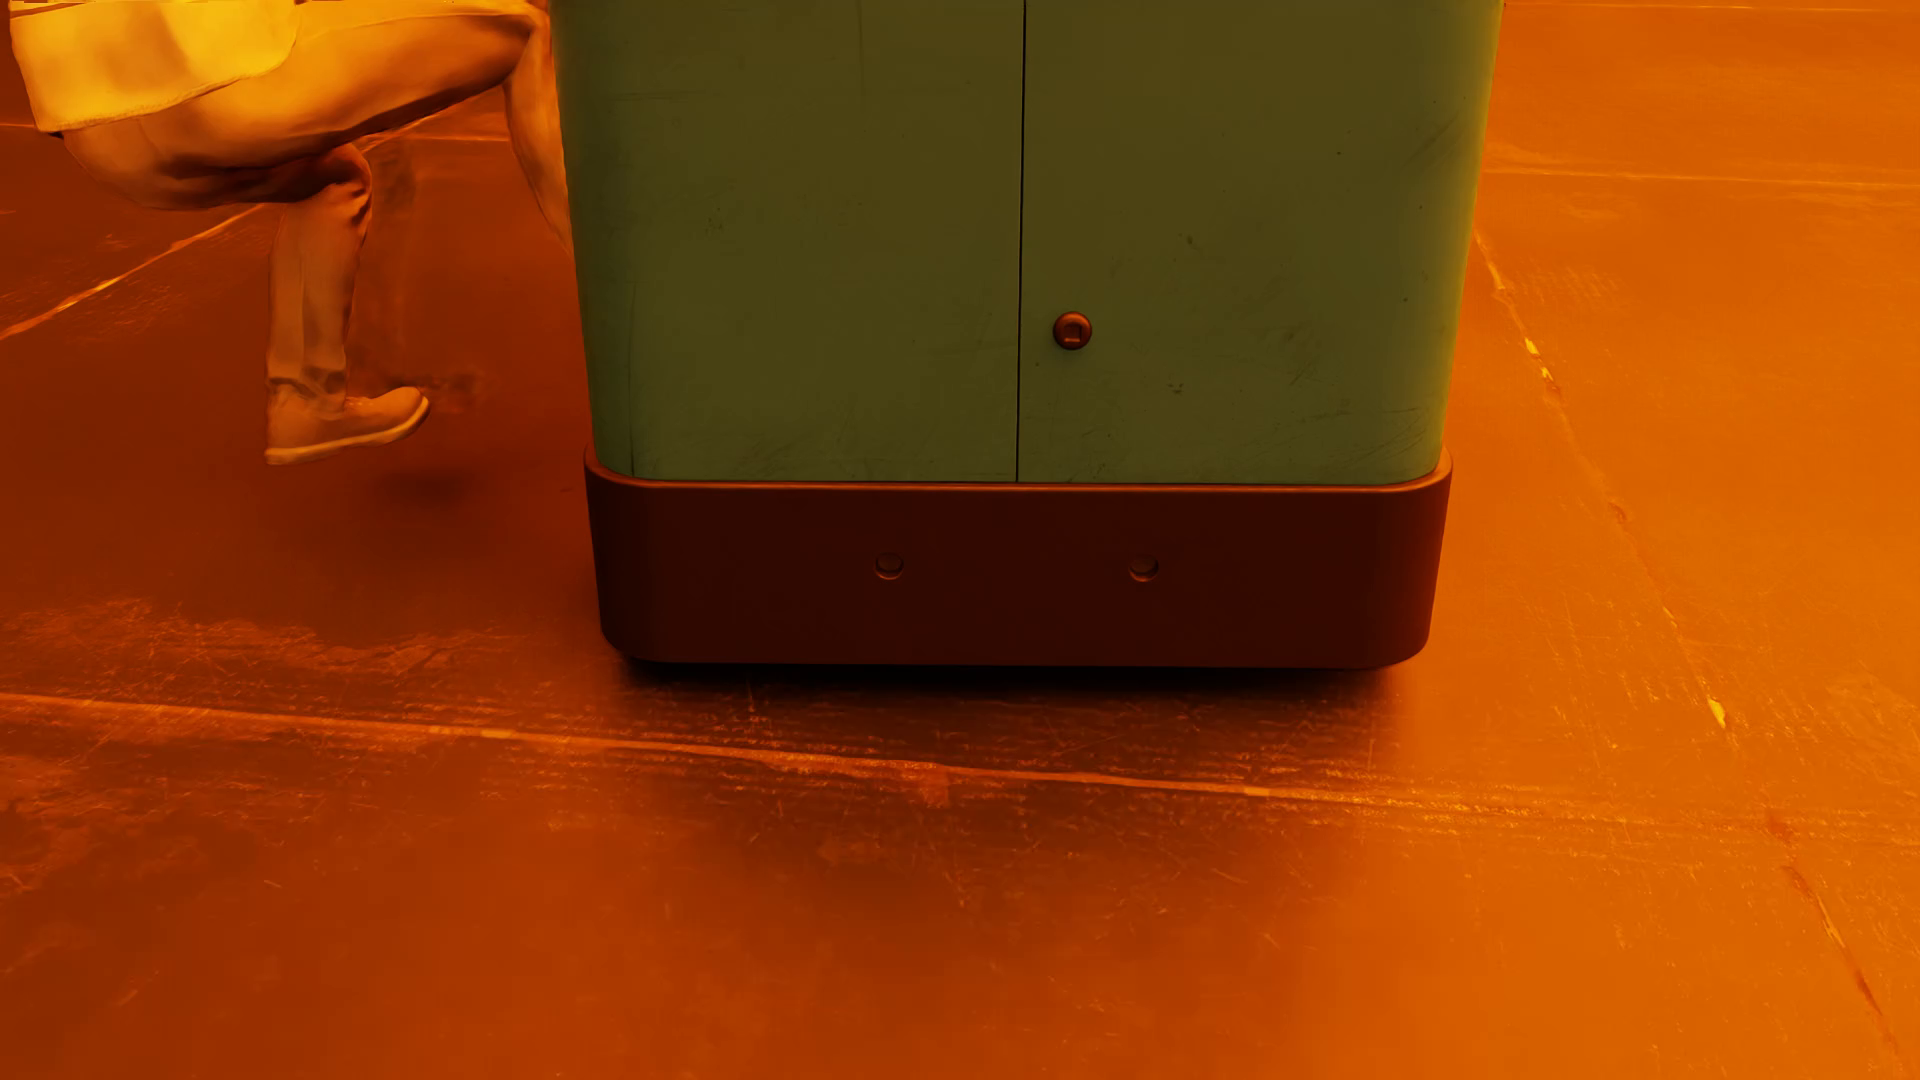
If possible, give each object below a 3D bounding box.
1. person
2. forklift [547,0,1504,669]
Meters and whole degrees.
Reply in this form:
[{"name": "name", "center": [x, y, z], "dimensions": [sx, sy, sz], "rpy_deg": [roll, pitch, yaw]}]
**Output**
[{"name": "person", "center": [-1.044, -0.760, 2.401], "dimensions": [1.508, 1.333, 0.754], "rpy_deg": [3, 27, 6]}, {"name": "forklift", "center": [0.091, -1.769, 2.762], "dimensions": [1.130, 2.935, 3.031], "rpy_deg": [0, 27, 1]}]
